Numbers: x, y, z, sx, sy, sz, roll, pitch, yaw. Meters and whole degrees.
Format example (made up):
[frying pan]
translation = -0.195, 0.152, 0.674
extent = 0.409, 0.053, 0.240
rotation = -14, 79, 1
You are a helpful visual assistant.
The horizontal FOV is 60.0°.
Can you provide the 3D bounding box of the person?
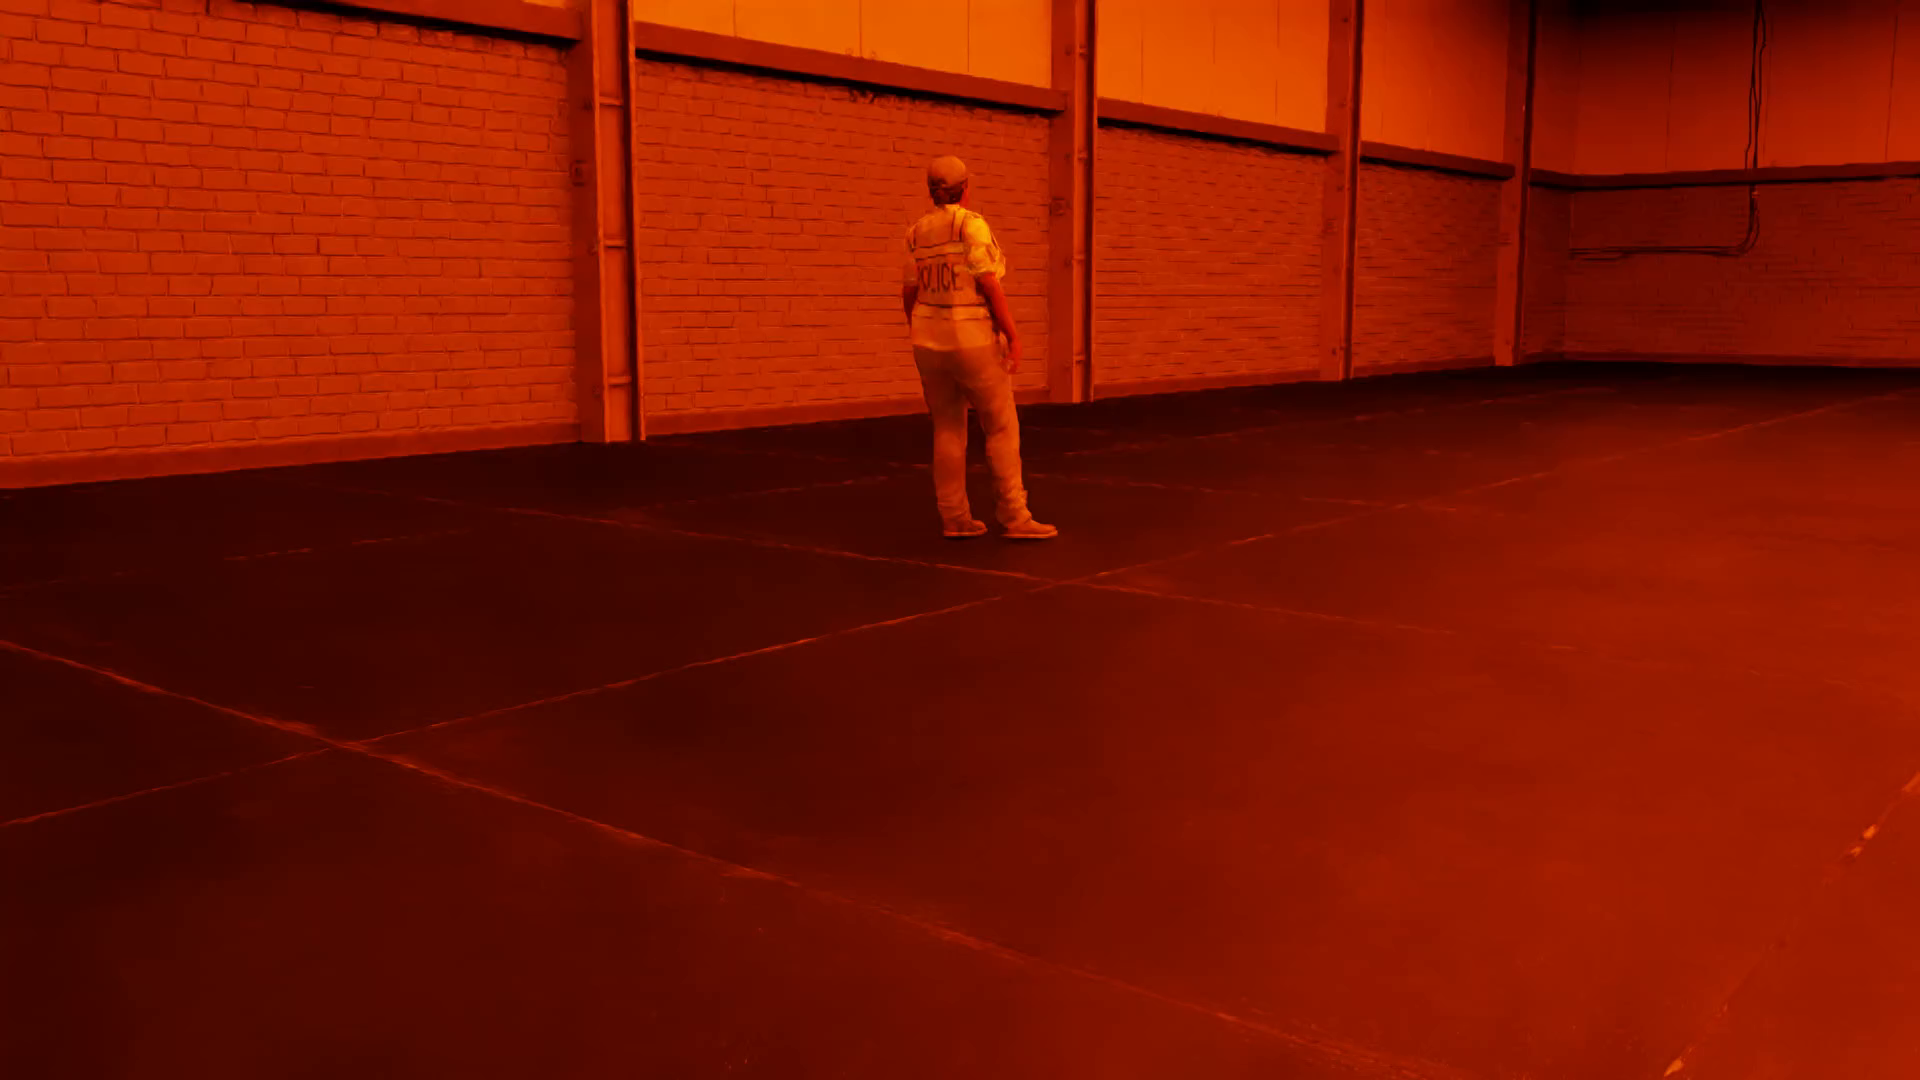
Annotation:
[person]
translation = 0.066, -0.838, 7.328
extent = 0.598, 1.669, 0.529
rotation = 7, 11, 38
